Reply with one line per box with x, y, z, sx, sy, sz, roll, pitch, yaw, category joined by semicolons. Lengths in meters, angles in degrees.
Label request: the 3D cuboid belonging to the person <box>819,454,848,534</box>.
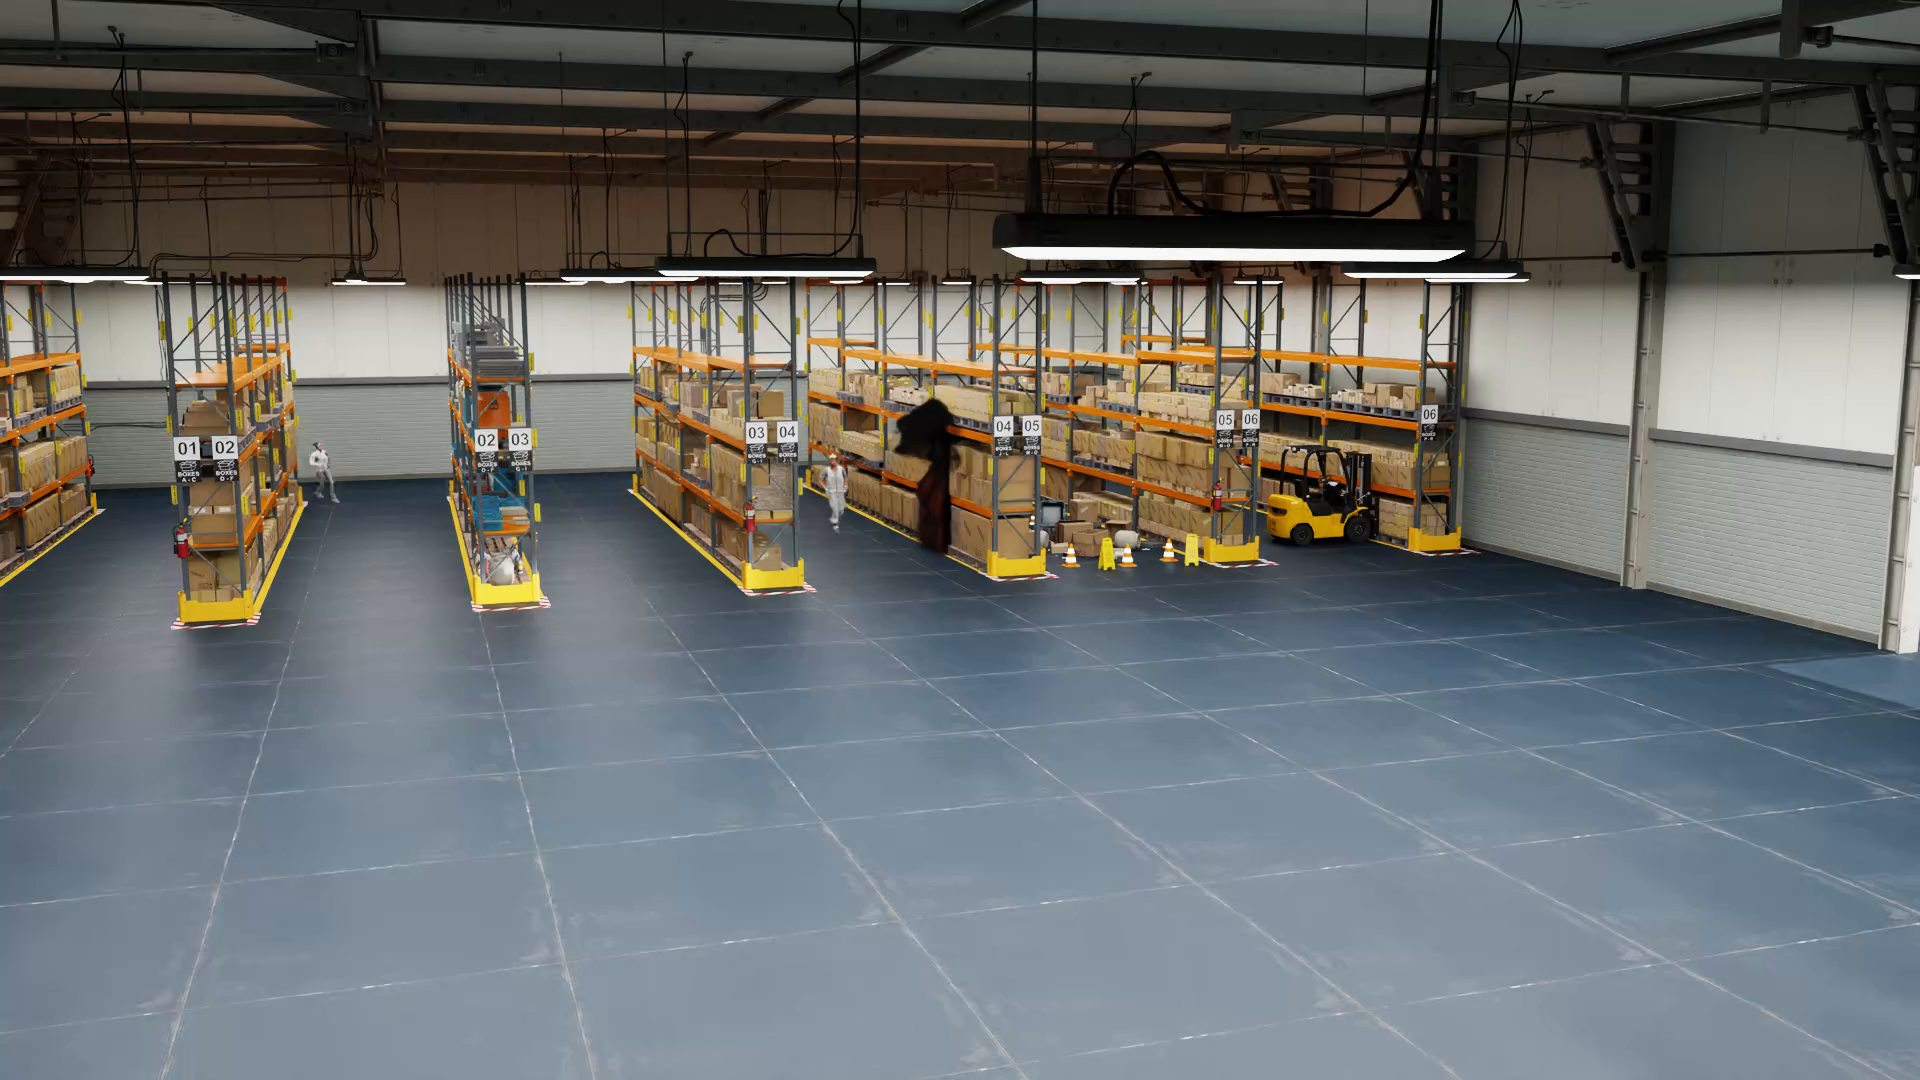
-2.810;-1.039;37.231;0.651;1.767;0.565;-4;9;-23;person

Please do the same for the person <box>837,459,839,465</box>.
-3.526;-2.580;49.560;0.726;1.748;0.708;1;9;5;person

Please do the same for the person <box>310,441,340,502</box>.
-17.244;-1.842;44.830;0.871;1.683;0.642;6;10;33;person
